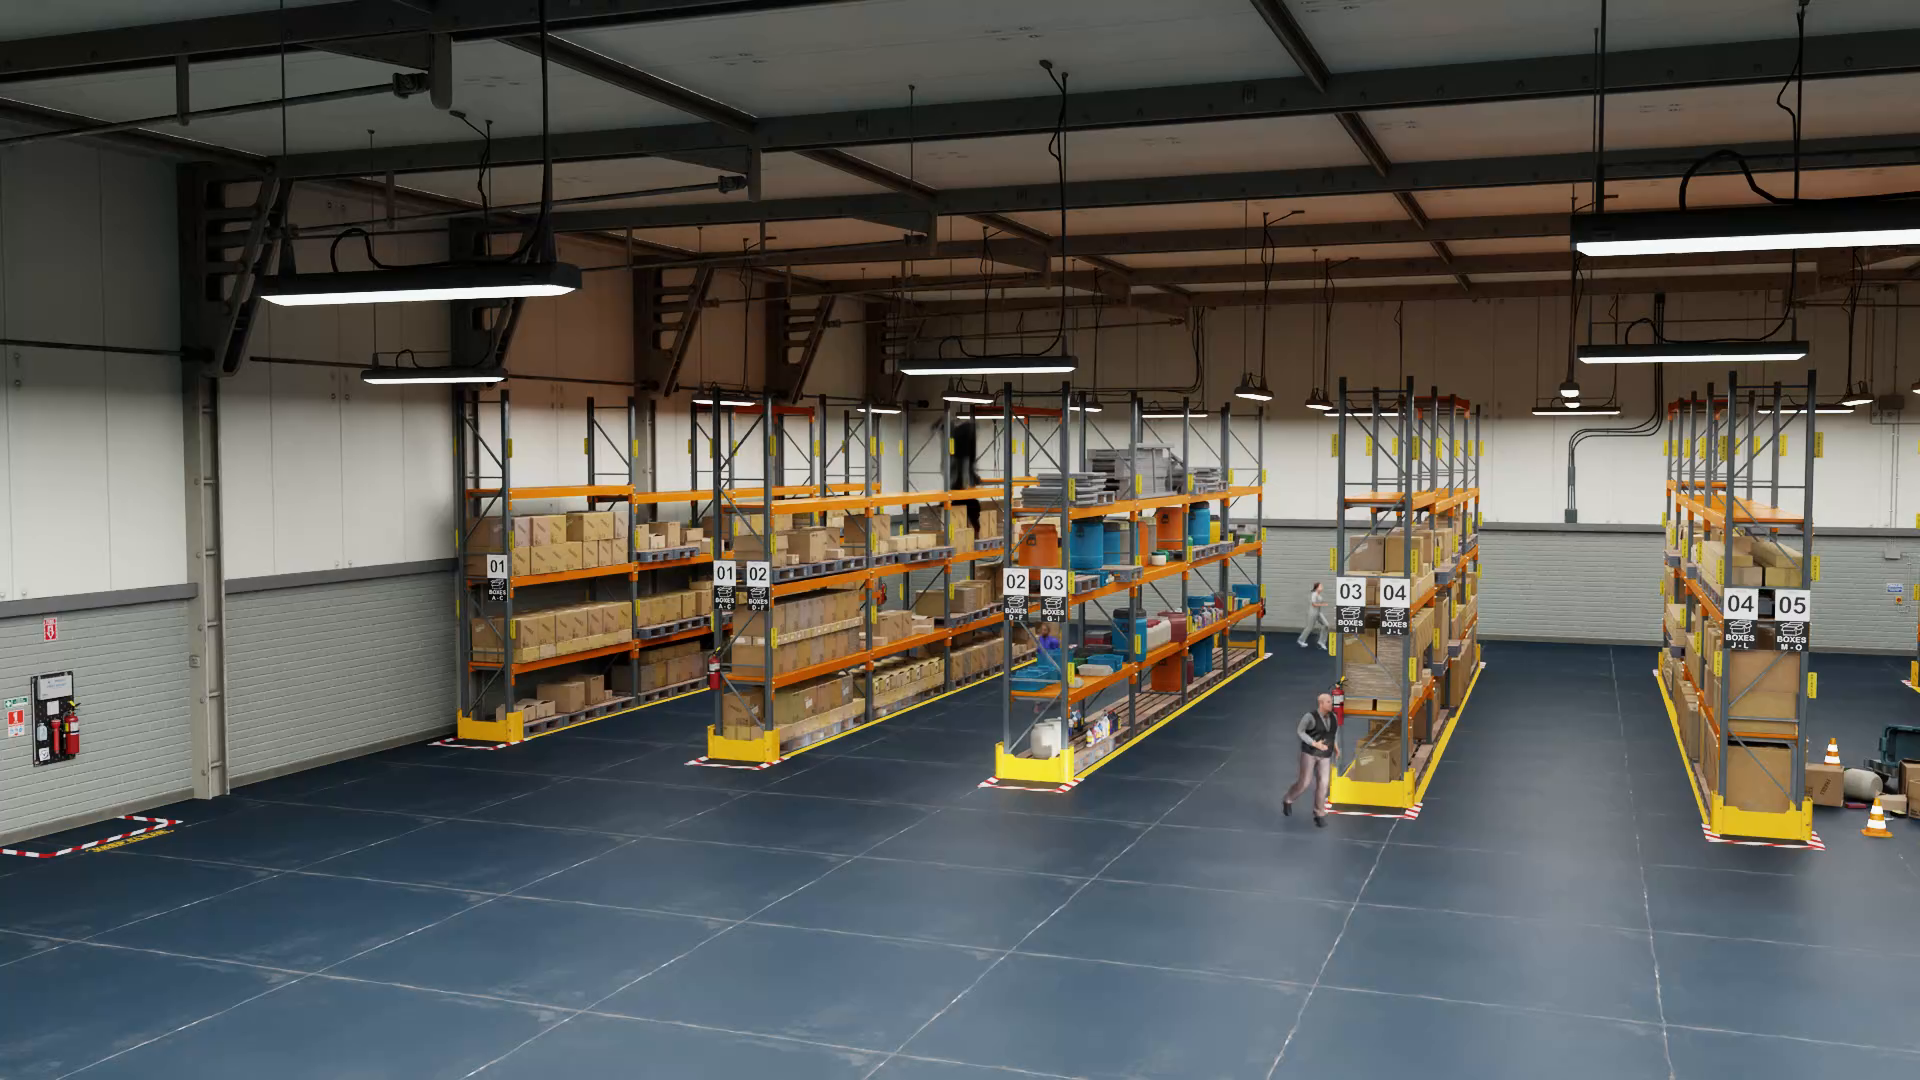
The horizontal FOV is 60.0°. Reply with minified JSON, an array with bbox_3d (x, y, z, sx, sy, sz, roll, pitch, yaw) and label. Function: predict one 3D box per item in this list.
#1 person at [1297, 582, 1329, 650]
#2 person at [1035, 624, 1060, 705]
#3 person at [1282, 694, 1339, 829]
[{"bbox_3d":[8.821,1.889,41.515,0.835,1.699,0.587,2,4,33],"label":"person"},{"bbox_3d":[1.712,2.367,31.783,0.529,1.536,0.911,1,3,23],"label":"person"},{"bbox_3d":[4.797,2.924,22.318,0.690,1.741,0.854,-1,3,-22],"label":"person"}]
